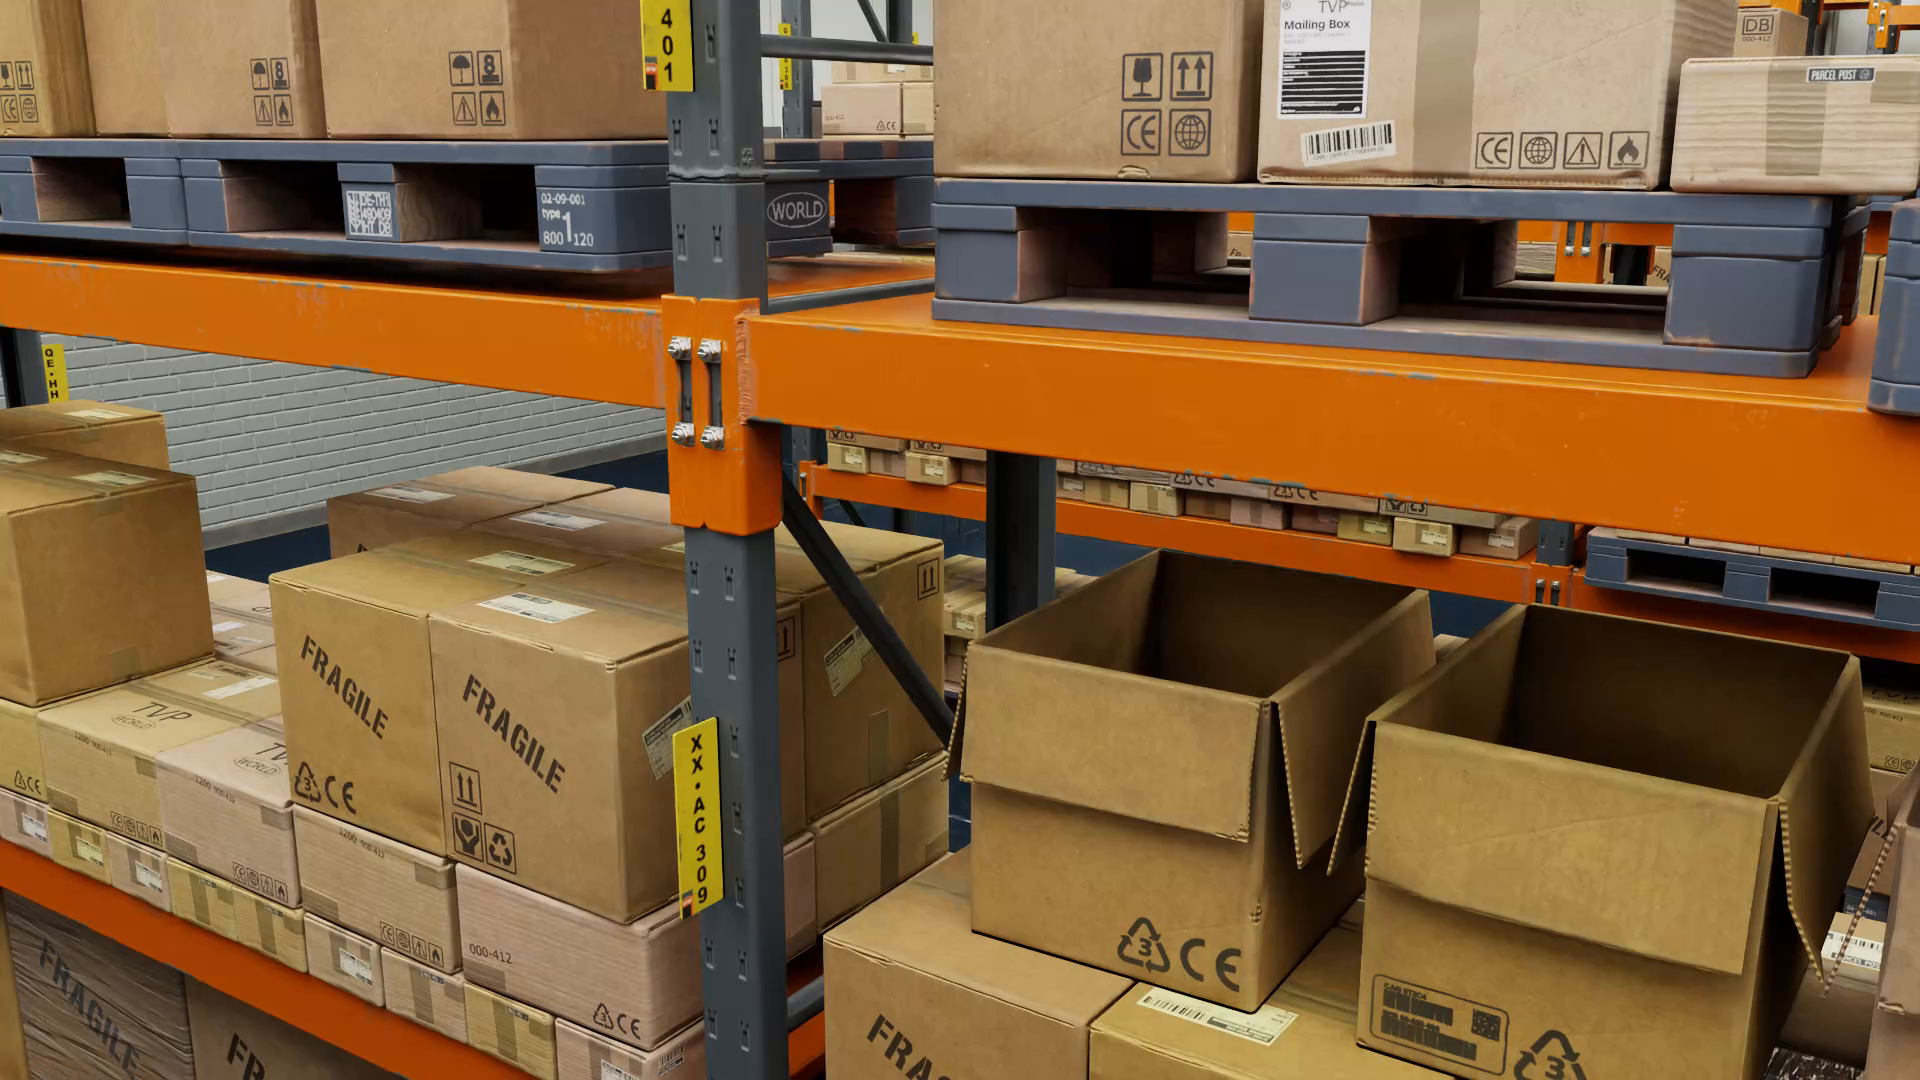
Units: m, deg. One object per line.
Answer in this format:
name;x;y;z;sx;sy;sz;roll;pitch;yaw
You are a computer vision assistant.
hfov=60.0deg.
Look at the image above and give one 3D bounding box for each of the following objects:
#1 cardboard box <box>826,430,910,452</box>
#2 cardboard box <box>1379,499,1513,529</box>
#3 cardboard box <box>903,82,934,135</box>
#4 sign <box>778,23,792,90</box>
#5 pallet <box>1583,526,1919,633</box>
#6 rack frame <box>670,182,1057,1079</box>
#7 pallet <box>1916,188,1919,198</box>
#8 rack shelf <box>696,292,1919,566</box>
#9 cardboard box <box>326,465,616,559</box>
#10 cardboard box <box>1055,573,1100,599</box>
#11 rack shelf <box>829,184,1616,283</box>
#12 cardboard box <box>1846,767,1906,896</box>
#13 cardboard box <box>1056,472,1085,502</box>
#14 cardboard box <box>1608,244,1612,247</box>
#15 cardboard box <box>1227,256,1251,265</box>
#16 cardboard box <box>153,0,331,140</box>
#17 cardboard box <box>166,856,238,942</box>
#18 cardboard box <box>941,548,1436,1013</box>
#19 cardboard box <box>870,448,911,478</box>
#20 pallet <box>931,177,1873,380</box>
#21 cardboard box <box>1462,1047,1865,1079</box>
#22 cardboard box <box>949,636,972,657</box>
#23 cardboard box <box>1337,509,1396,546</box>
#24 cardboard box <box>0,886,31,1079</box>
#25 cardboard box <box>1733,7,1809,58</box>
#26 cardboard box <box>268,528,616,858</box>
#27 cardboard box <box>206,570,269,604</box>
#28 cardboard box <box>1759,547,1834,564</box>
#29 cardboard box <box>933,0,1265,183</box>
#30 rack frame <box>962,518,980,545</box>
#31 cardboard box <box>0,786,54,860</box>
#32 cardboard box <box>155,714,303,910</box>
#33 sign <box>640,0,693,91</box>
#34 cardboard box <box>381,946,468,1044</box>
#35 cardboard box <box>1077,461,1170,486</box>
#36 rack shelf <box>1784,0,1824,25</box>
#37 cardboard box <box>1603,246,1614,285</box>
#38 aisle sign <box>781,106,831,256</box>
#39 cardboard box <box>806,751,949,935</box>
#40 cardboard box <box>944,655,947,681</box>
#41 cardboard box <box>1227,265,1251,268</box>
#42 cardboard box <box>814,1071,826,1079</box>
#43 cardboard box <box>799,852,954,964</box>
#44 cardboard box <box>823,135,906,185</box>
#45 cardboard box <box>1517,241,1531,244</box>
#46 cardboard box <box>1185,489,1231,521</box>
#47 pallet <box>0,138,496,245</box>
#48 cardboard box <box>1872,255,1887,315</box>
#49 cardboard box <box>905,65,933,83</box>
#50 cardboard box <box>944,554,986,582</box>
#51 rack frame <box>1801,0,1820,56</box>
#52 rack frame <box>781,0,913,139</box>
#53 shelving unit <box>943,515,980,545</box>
cardboard box;-0.373;-0.781;8.907;0.500;0.500;0.500;10;17;35
cardboard box;2.169;-0.368;7.241;0.500;0.500;0.500;9;17;33
cardboard box;0.062;-2.148;8.289;0.500;0.250;0.500;9;16;32
sign;-0.894;-2.475;8.518;0.005;0.325;0.100;9;17;33
pallet;3.281;0.058;6.746;1.213;0.211;1.003;9;17;33
rack frame;-0.124;0.809;3.314;0.127;3.000;1.000;9;17;33
pallet;4.043;-1.289;5.936;1.003;0.211;1.213;9;17;33
rack shelf;1.535;-0.030;1.956;4.000;0.370;1.077;9;17;33
cardboard box;-1.218;0.122;4.222;0.500;0.500;0.500;9;16;31
cardboard box;0.631;0.311;9.147;0.250;0.149;0.380;8;16;31
rack shelf;1.068;-1.542;8.063;4.000;0.370;1.077;9;17;33
cardboard box;3.633;1.065;6.605;0.500;0.500;0.500;10;17;35
cardboard box;0.614;-0.312;8.365;0.250;0.149;0.380;9;16;32
cardboard box;4.614;-2.086;11.369;0.250;0.149;0.380;9;17;33
cardboard box;1.225;-1.163;8.372;0.500;0.500;0.500;9;16;31
cardboard box;-1.251;-1.114;3.549;0.500;0.500;0.700;10;17;36
cardboard box;-1.627;0.783;3.941;0.250;0.149;0.380;9;16;32
cardboard box;0.410;0.357;2.842;0.637;0.503;0.797;9;16;31
cardboard box;-0.271;-0.446;8.907;0.250;0.149;0.380;10;17;35
pallet;0.664;-0.441;2.519;1.217;0.209;0.805;8;16;31
cardboard box;0.951;1.006;2.308;0.500;0.500;0.500;9;16;32
cardboard box;0.148;0.517;8.932;0.250;0.149;0.380;9;17;34
cardboard box;1.897;-0.097;7.495;0.250;0.149;0.380;10;17;35
cardboard box;-2.868;1.170;5.403;0.875;0.875;0.875;9;17;33
cardboard box;2.981;-1.802;6.537;0.500;0.500;0.700;9;17;33
cardboard box;-1.068;0.297;3.514;0.500;0.500;0.500;9;17;33
cardboard box;-2.473;0.281;5.139;0.500;0.250;0.500;9;16;32
cardboard box;3.236;-0.034;6.366;0.250;0.149;0.380;9;17;33
cardboard box;0.363;-0.824;2.585;0.500;0.500;0.700;10;17;34
rack frame;0.088;-0.568;12.622;0.006;1.200;0.240;9;17;33
cardboard box;-2.265;0.680;4.358;0.250;0.149;0.380;9;16;32
cardboard box;-1.492;0.593;3.878;0.500;0.250;0.500;10;17;34
sign;-0.433;-0.826;2.434;0.005;0.325;0.100;9;17;33
cardboard box;-0.987;0.886;3.524;0.250;0.149;0.380;9;16;32
cardboard box;0.911;-0.579;8.091;0.500;0.500;0.500;9;16;31
rack shelf;7.066;-3.268;9.626;4.000;0.370;1.077;9;17;33
cardboard box;4.444;-1.779;11.478;0.500;0.500;0.500;9;16;32
aisle sign;-0.819;-1.915;8.906;0.004;0.787;0.394;9;17;33
cardboard box;-0.368;0.622;3.761;0.500;0.250;0.500;9;16;32
cardboard box;-0.072;0.630;9.096;0.250;0.149;0.380;9;17;33
cardboard box;1.338;-0.994;7.687;0.500;0.500;0.500;10;17;34
cardboard box;-0.627;1.532;3.940;0.875;0.875;0.875;9;17;33
cardboard box;-0.184;0.825;3.772;0.250;0.149;0.380;9;17;33
cardboard box;-0.361;-1.975;8.629;0.500;0.250;0.500;10;17;35
cardboard box;3.948;-2.178;11.740;0.250;0.149;0.380;9;16;32
cardboard box;1.273;-0.212;7.958;0.250;0.149;0.380;9;16;32
pallet;-1.805;-0.880;4.077;1.213;0.211;1.003;9;17;33
cardboard box;6.049;-1.522;10.440;0.500;0.500;0.500;9;17;32
cardboard box;-0.064;-2.345;8.253;0.250;0.149;0.380;9;17;33
cardboard box;-0.011;0.209;9.559;0.250;0.149;0.380;9;17;33
rack frame;5.407;-4.079;10.575;0.127;3.000;1.000;9;17;33
rack frame;-0.591;-3.615;8.700;0.127;3.000;1.000;9;17;33
shelving unit;0.012;-0.580;12.671;0.189;1.200;0.258;9;17;33
